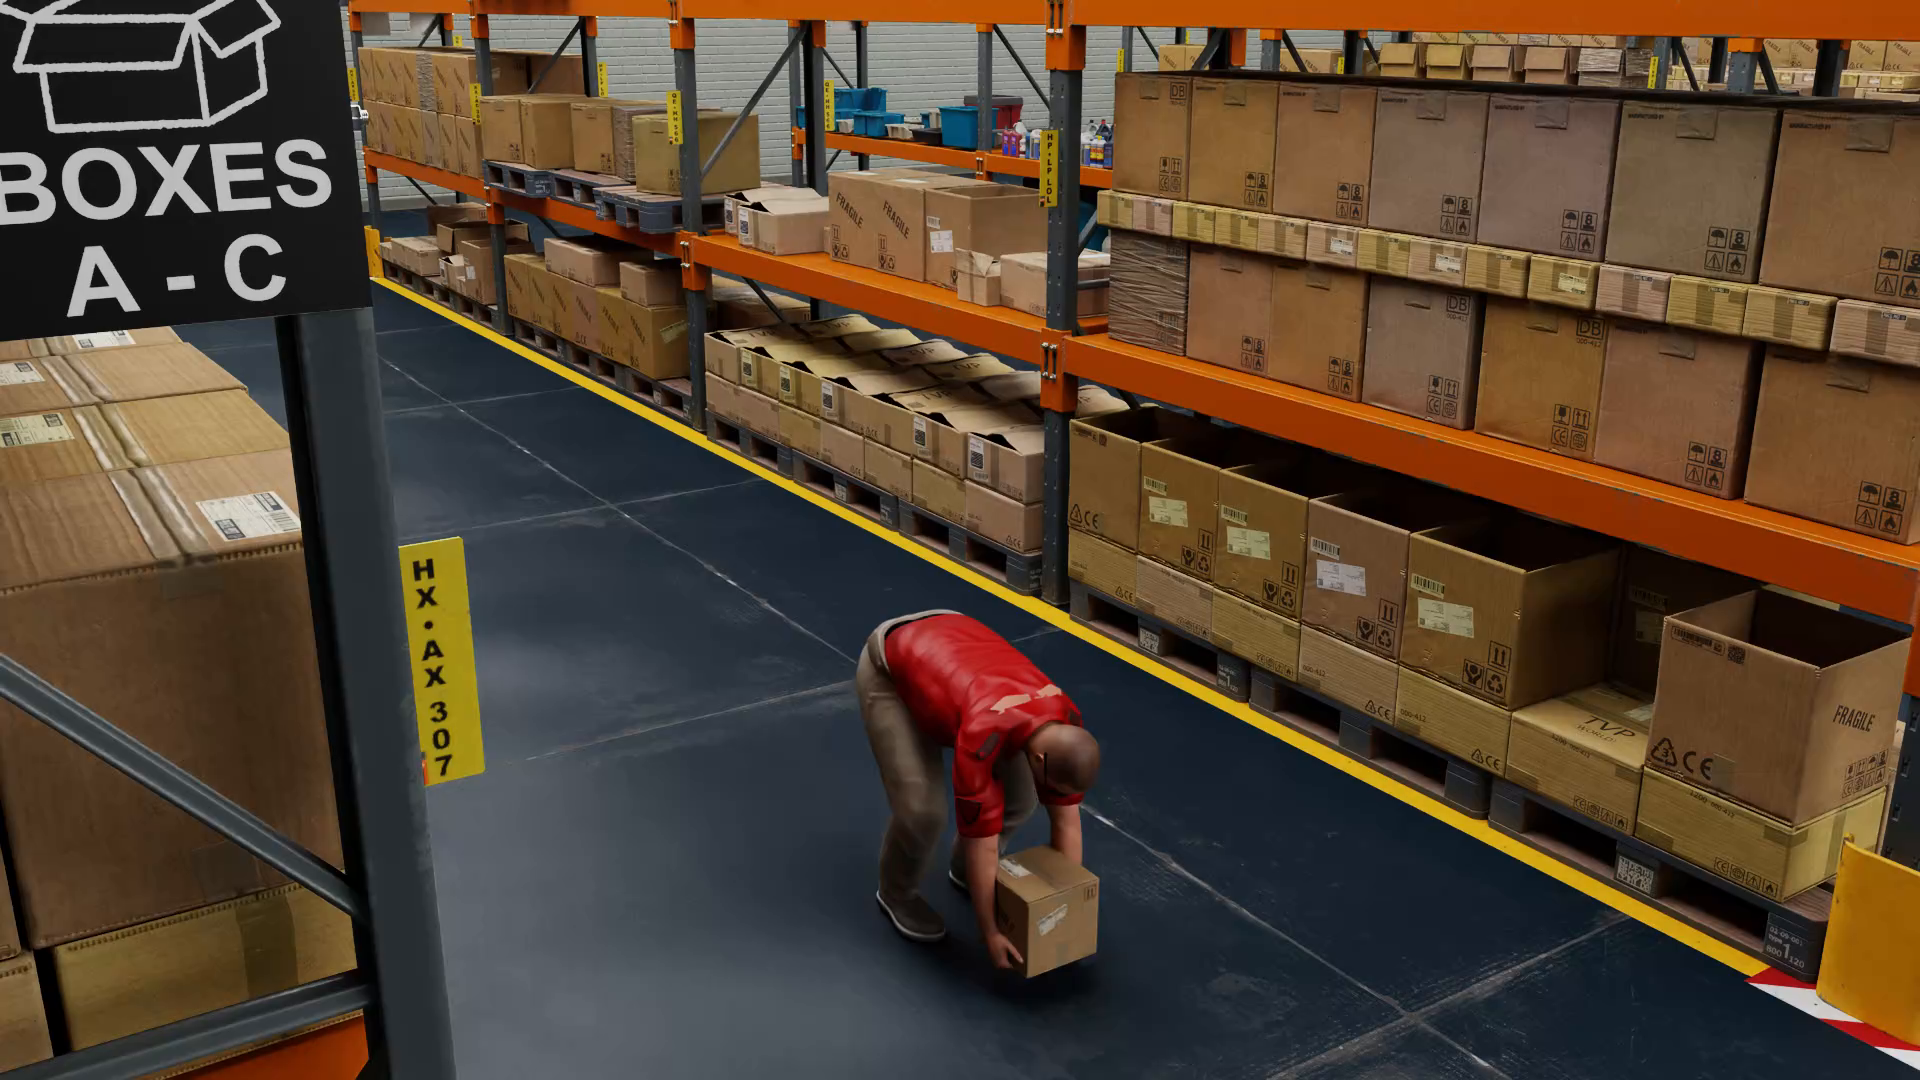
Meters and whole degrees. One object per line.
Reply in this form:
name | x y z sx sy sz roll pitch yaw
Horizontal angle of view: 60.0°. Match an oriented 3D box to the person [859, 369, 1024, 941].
person | 0.005 0.363 4.980 0.493 1.712 0.538 -11 21 -31
